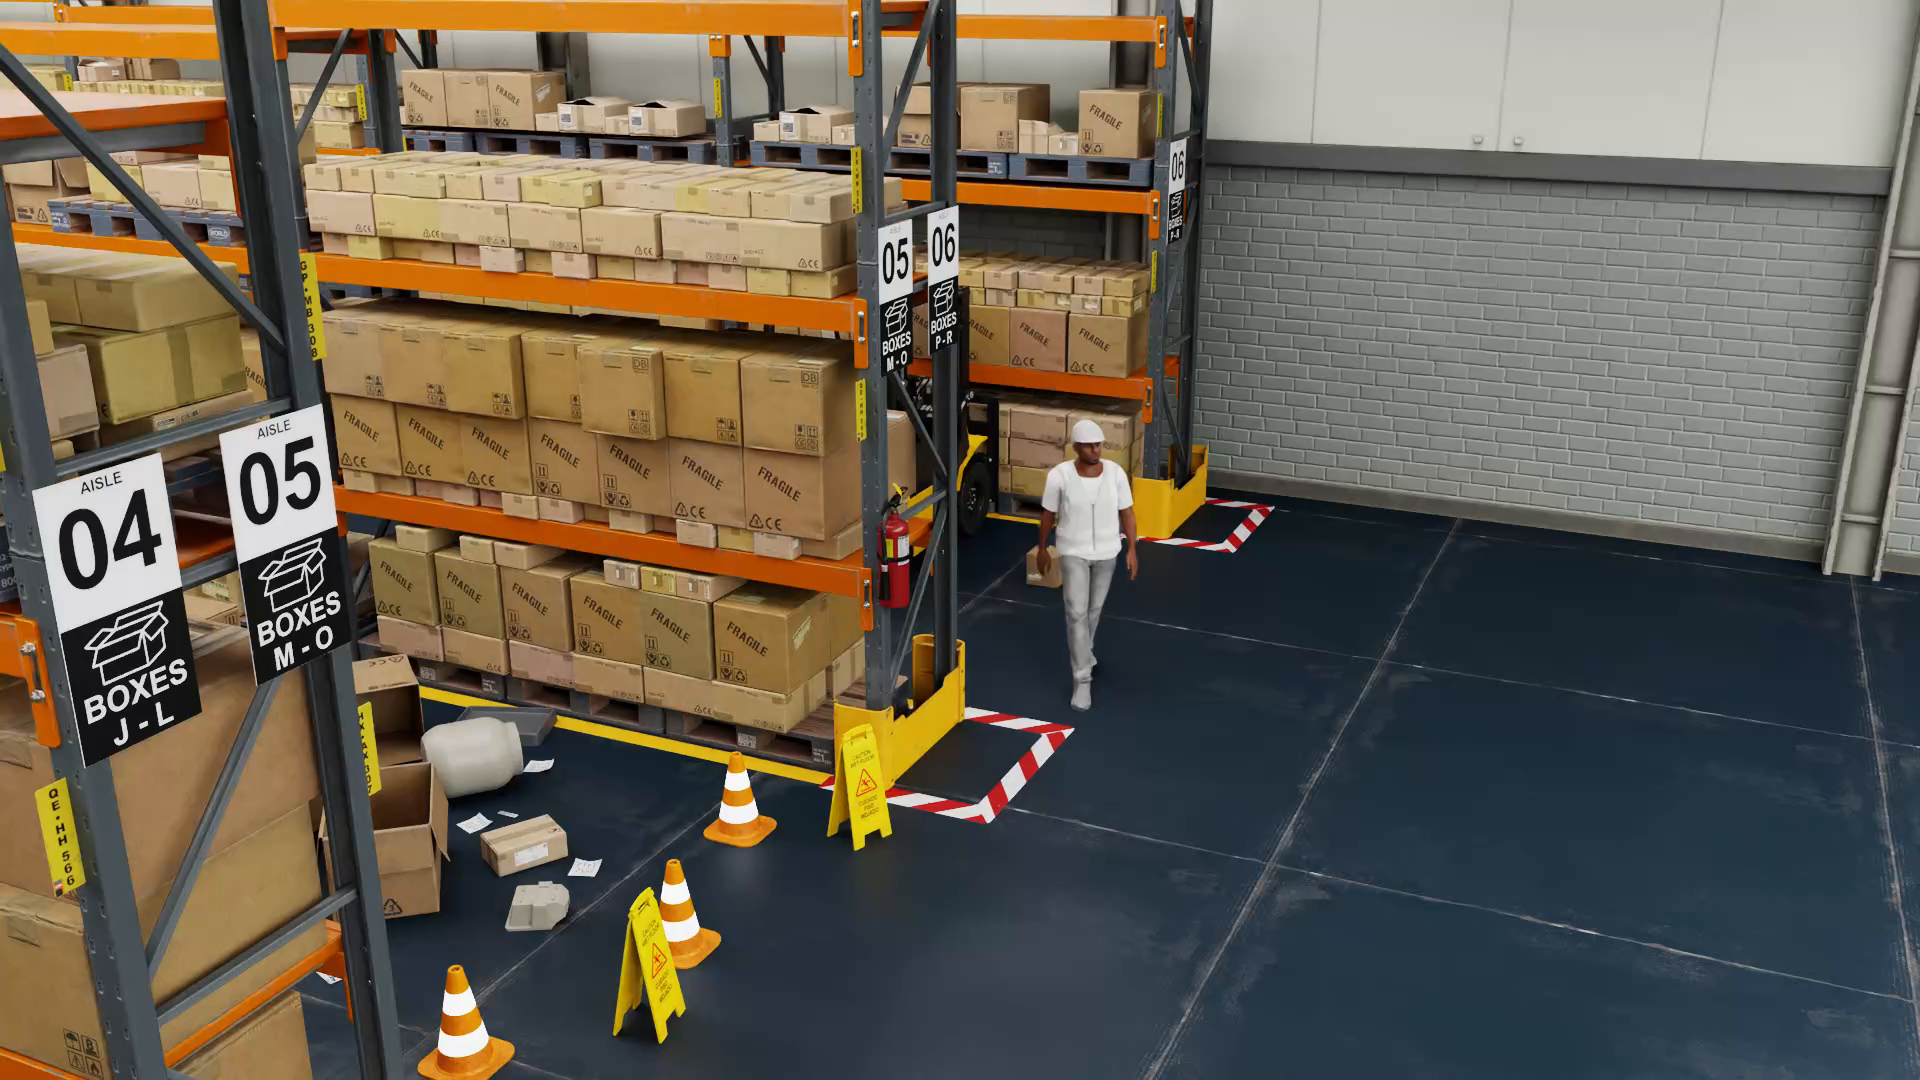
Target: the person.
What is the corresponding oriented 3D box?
[{"bbox_3d":[0.850,0.109,10.702,0.610,1.758,0.884,-4,19,-12],"label":"person"}]
